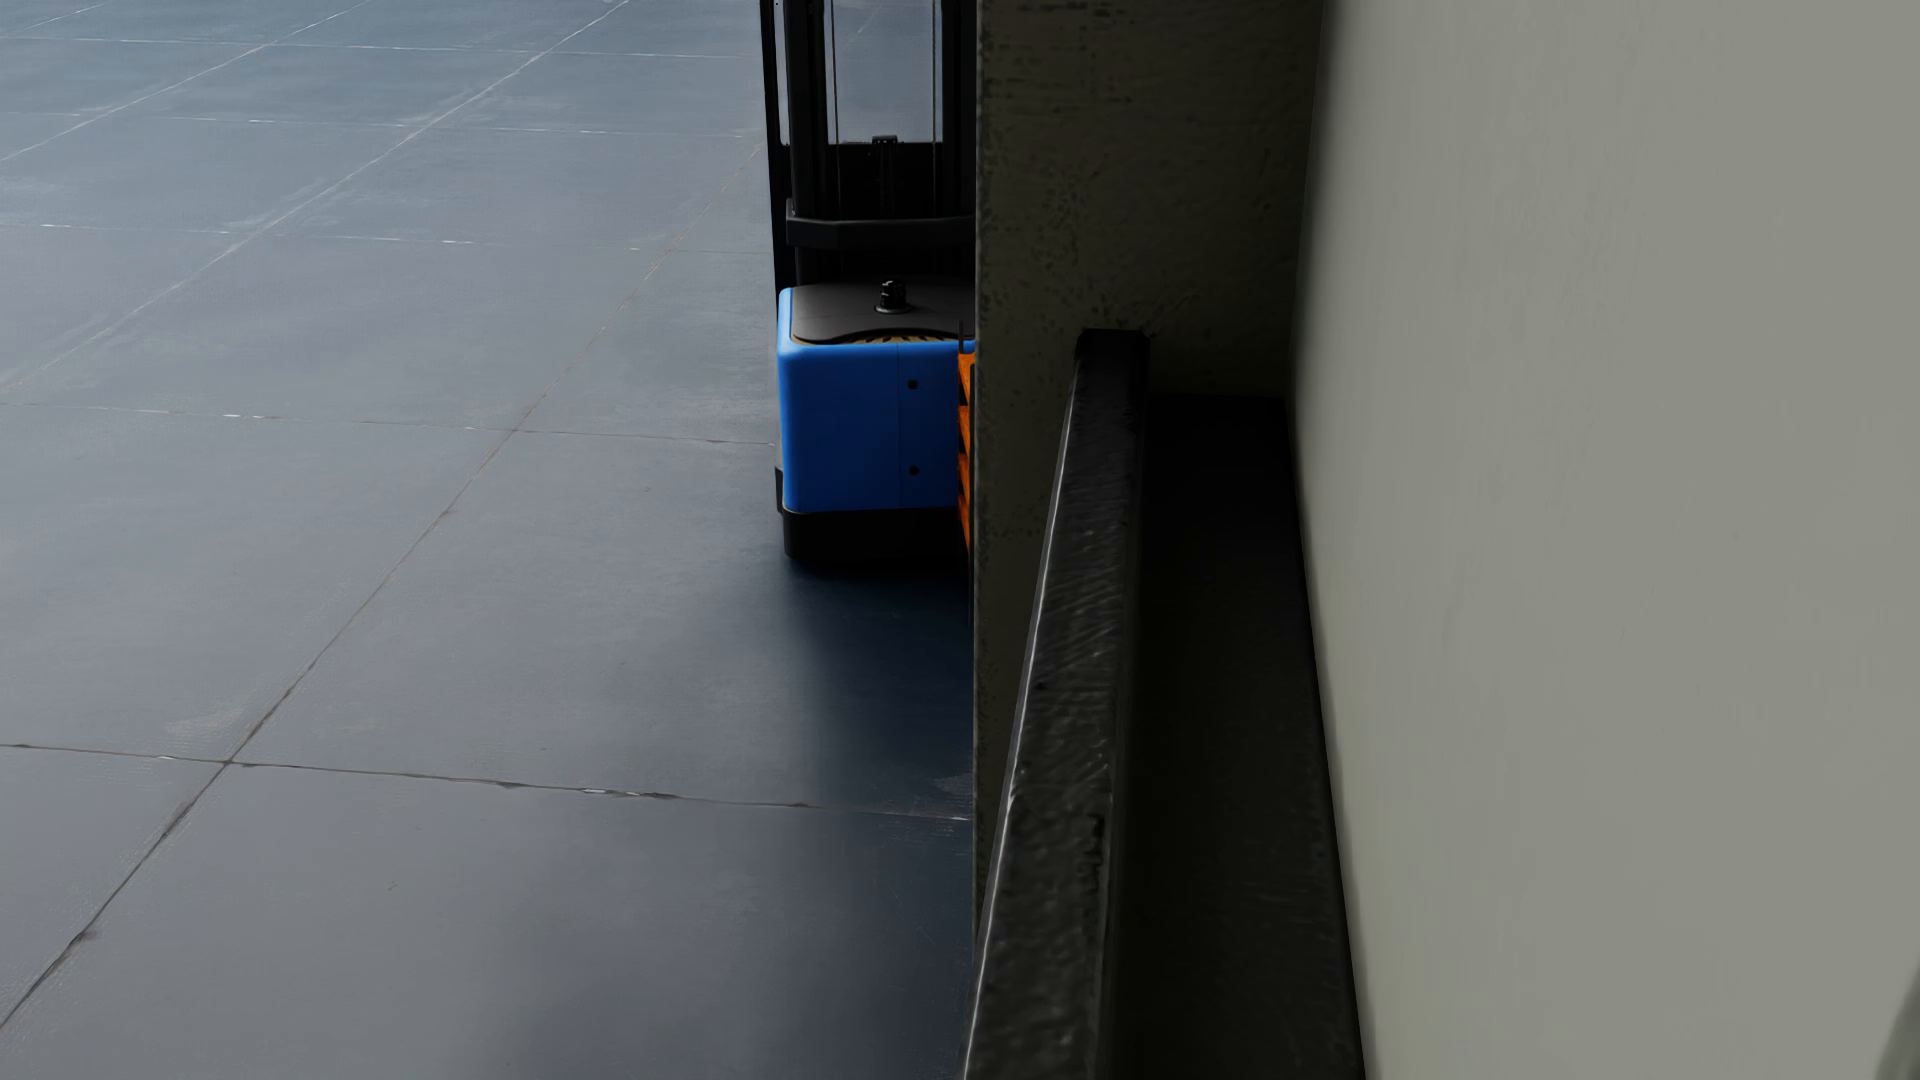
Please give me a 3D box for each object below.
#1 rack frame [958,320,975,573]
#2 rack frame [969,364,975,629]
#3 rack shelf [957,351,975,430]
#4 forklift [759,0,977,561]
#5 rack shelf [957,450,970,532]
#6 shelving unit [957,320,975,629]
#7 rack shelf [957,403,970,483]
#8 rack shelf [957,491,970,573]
[{"bbox_3d":[0.114,-0.390,7.210,0.240,1.200,0.015,-3,28,-5],"label":"rack frame"},{"bbox_3d":[0.159,-0.160,6.782,0.240,1.200,0.015,-3,28,-5],"label":"rack frame"},{"bbox_3d":[0.136,-0.621,6.809,0.258,0.148,0.480,-3,28,-5],"label":"rack shelf"},{"bbox_3d":[-0.383,-1.863,8.119,1.130,2.935,3.031,-2,28,-4],"label":"forklift"},{"bbox_3d":[0.136,-0.216,7.028,0.258,0.148,0.480,-3,28,-5],"label":"rack shelf"},{"bbox_3d":[0.136,-0.275,6.996,0.258,1.200,0.503,-3,28,-5],"label":"shelving unit"},{"bbox_3d":[0.136,-0.413,6.922,0.258,0.148,0.480,-3,28,-5],"label":"rack shelf"},{"bbox_3d":[0.136,-0.041,7.122,0.258,0.148,0.480,-3,28,-5],"label":"rack shelf"}]
